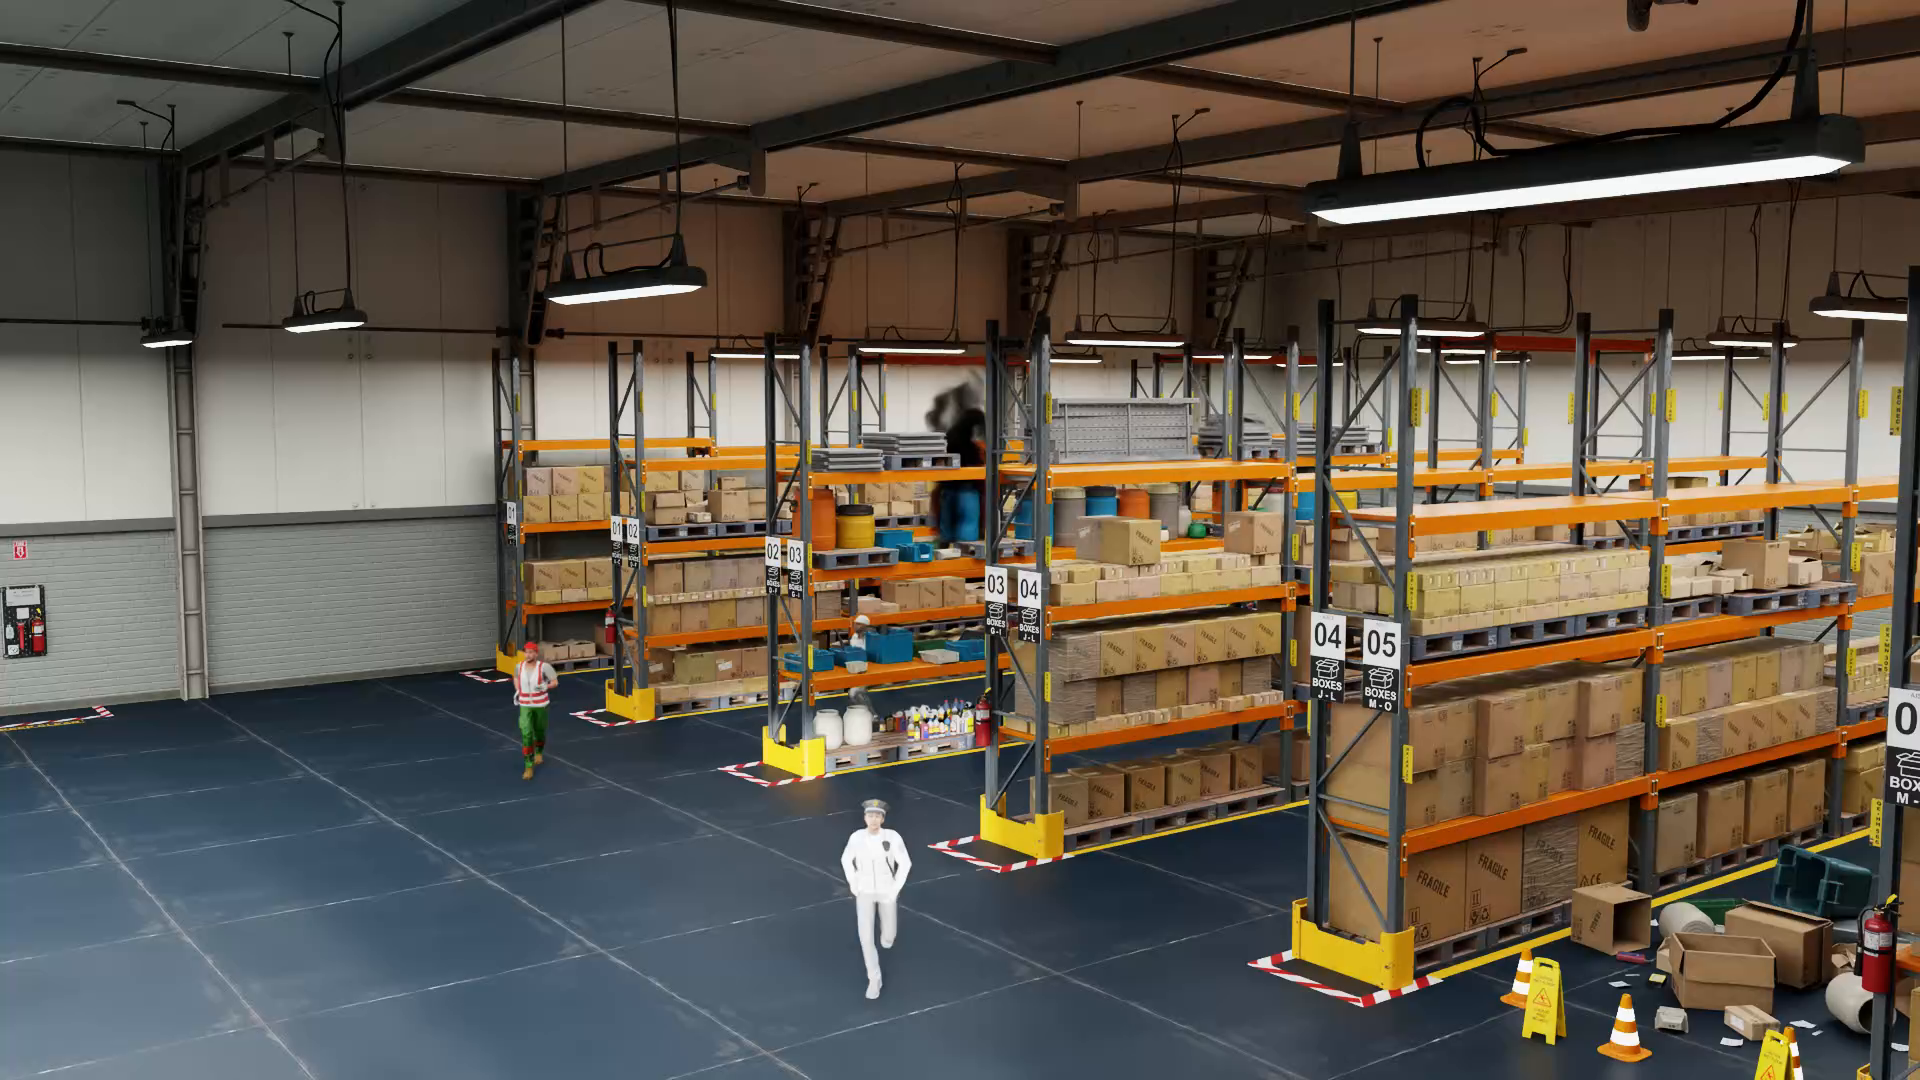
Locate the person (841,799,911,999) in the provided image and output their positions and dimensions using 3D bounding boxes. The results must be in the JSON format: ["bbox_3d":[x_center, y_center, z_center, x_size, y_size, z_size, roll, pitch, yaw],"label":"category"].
[{"bbox_3d":[-0.736,3.081,14.590,0.617,1.675,0.835,0,5,-1],"label":"person"}]

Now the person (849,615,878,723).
[{"bbox_3d":[-1.516,2.040,25.704,0.665,1.760,0.699,-4,7,-41],"label":"person"}]

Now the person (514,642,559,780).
[{"bbox_3d":[-5.780,2.277,22.651,0.630,1.814,0.920,-1,5,-6],"label":"person"}]
